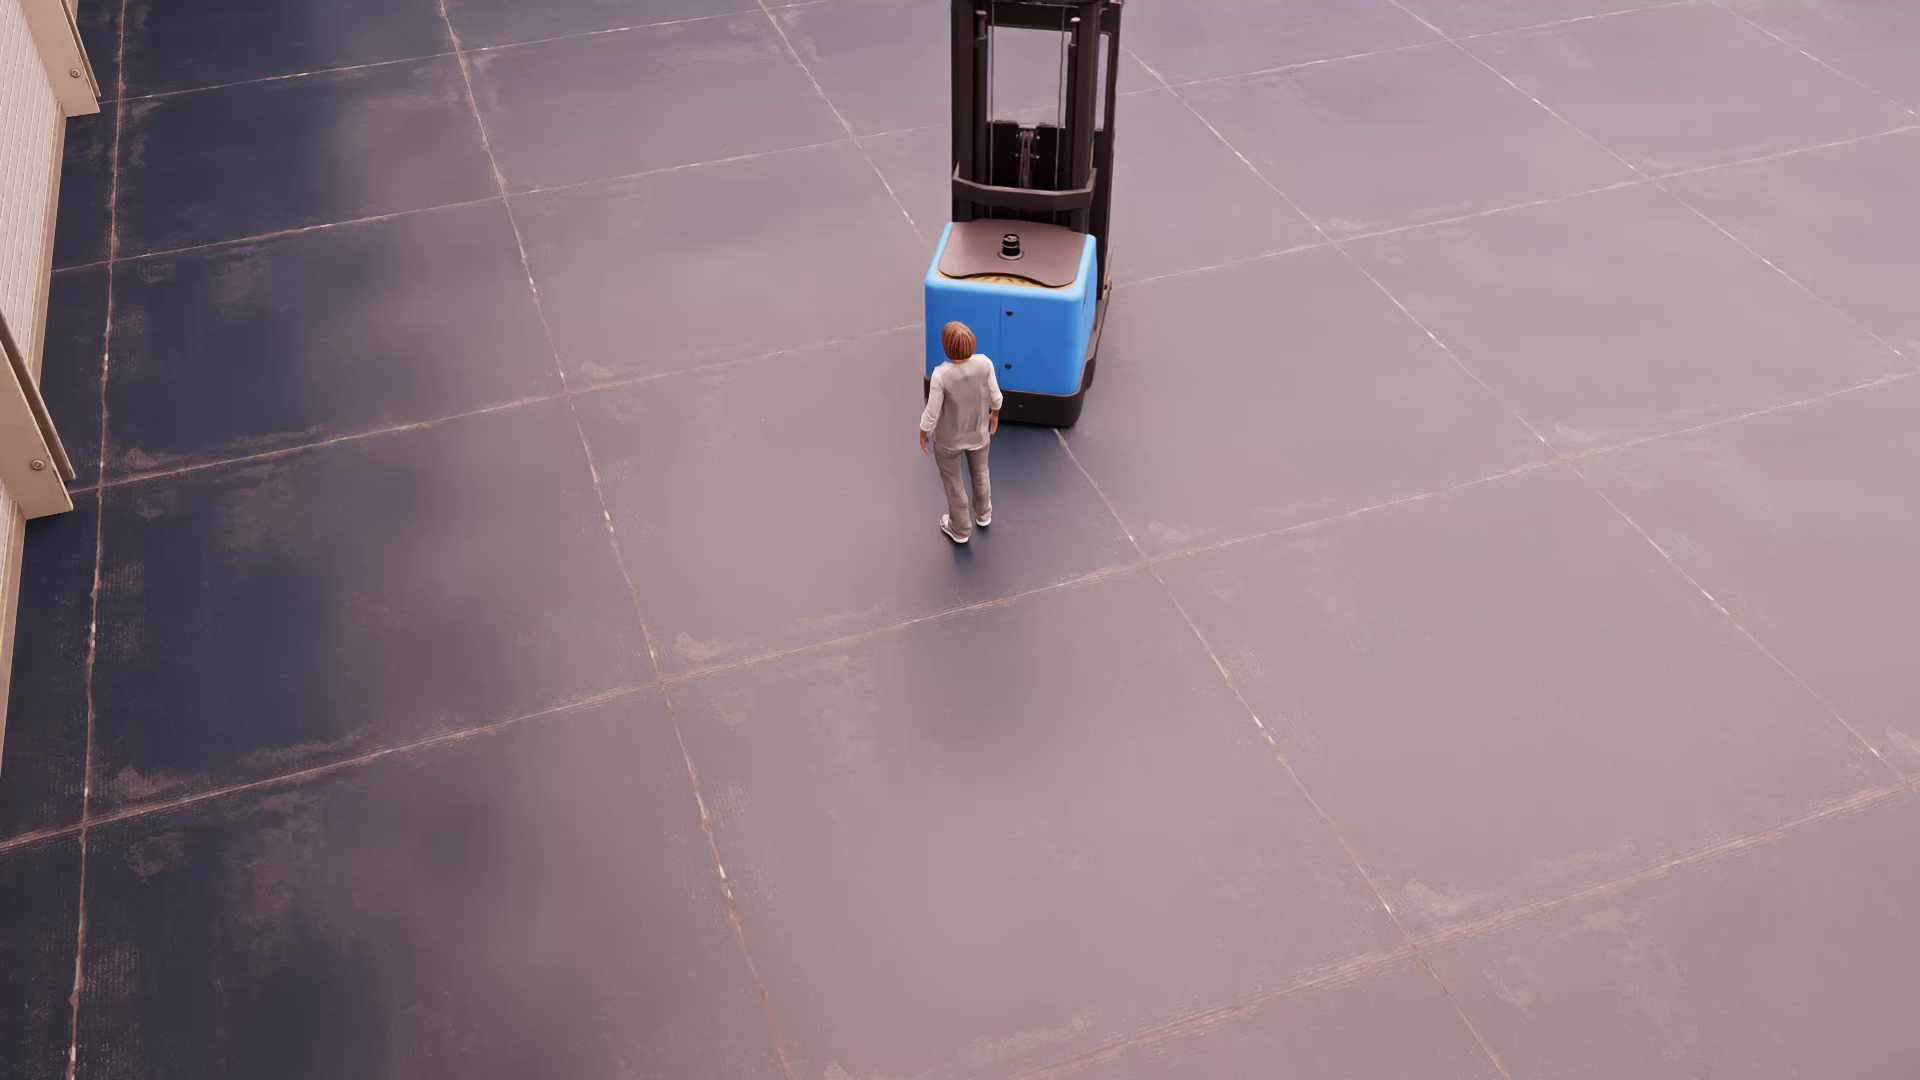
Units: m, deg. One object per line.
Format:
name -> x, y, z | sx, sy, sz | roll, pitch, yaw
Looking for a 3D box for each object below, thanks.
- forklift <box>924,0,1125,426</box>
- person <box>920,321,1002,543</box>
forklift -> 0.530, -2.833, 11.371 | 1.130, 2.935, 3.031 | 7, 40, 8
person -> -0.012, -0.665, 9.814 | 0.521, 1.596, 0.475 | -13, 42, -15
